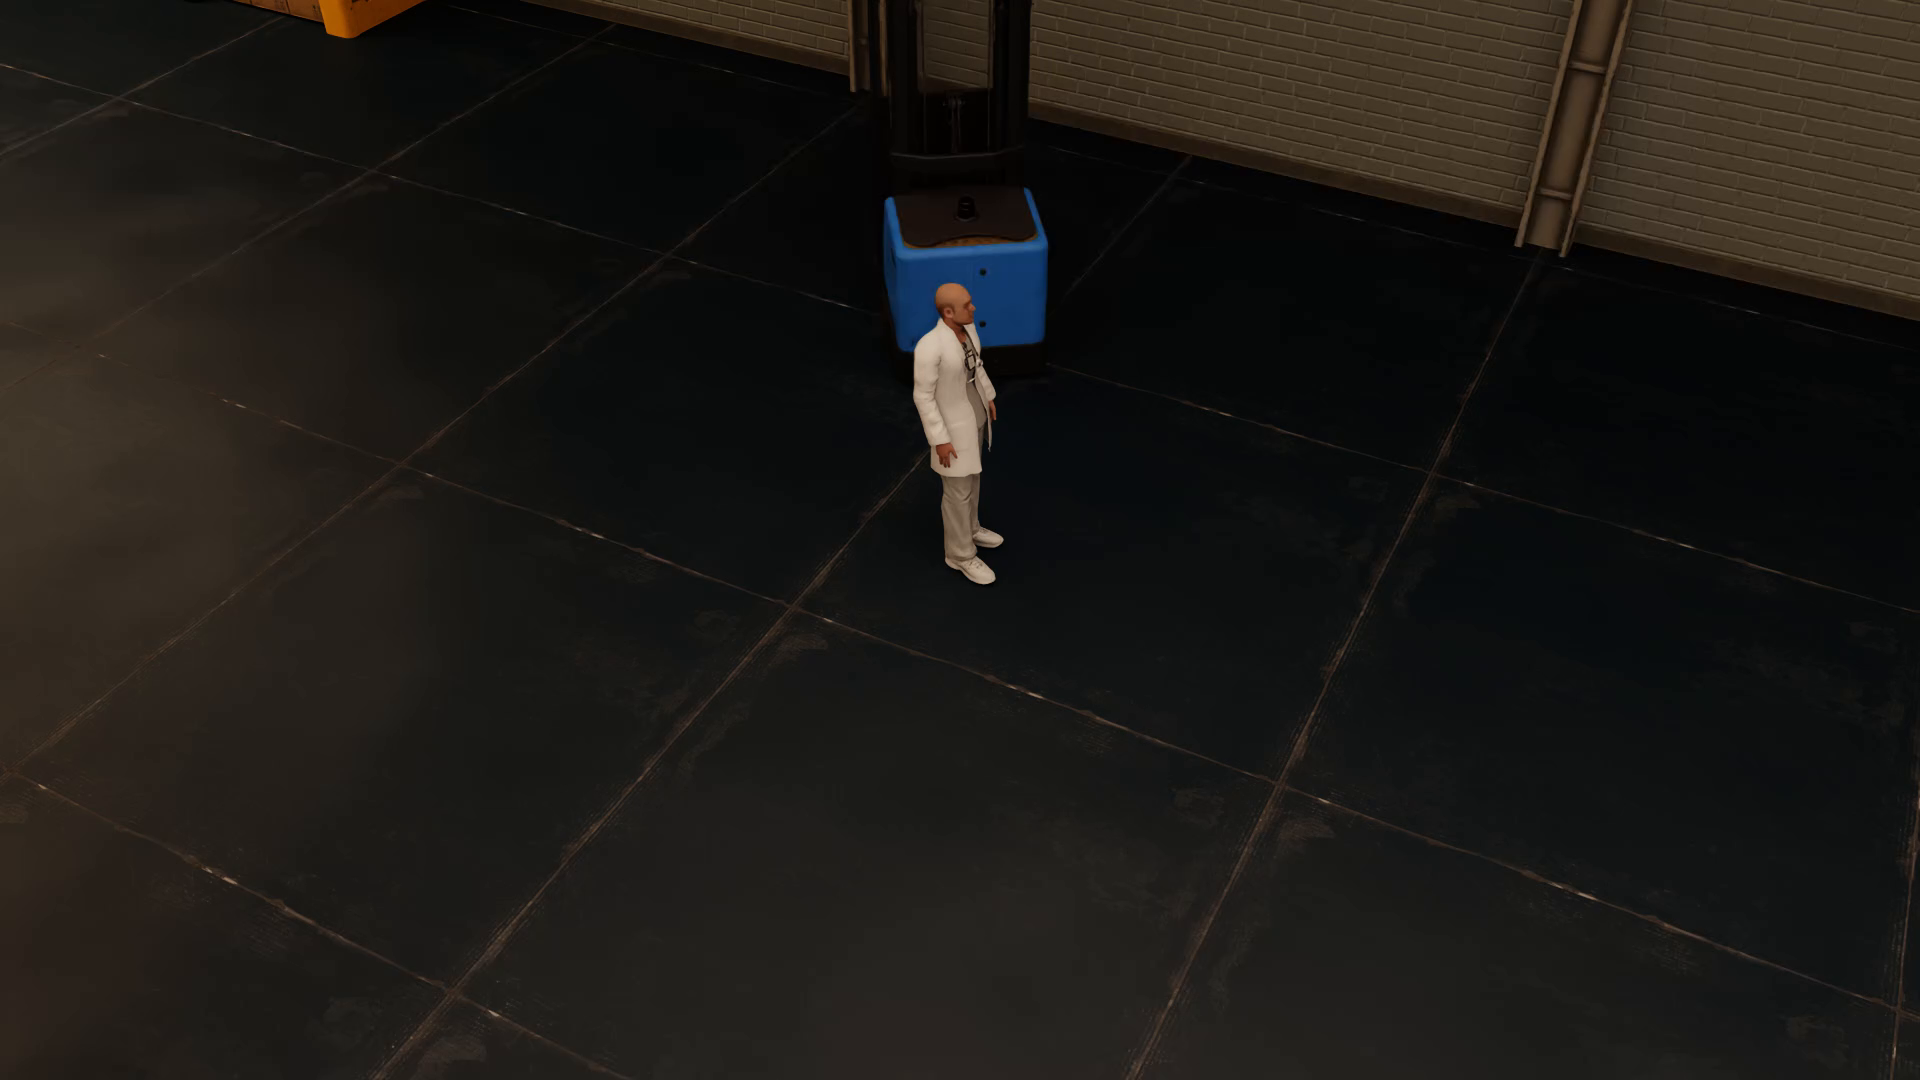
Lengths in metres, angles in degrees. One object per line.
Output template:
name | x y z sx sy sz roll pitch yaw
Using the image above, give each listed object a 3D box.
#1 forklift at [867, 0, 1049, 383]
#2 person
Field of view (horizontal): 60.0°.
forklift | -0.105 -3.151 11.728 1.130 2.935 3.031 -5 40 -6
person | 0.081 -0.655 9.648 0.575 1.776 0.696 18 43 21
